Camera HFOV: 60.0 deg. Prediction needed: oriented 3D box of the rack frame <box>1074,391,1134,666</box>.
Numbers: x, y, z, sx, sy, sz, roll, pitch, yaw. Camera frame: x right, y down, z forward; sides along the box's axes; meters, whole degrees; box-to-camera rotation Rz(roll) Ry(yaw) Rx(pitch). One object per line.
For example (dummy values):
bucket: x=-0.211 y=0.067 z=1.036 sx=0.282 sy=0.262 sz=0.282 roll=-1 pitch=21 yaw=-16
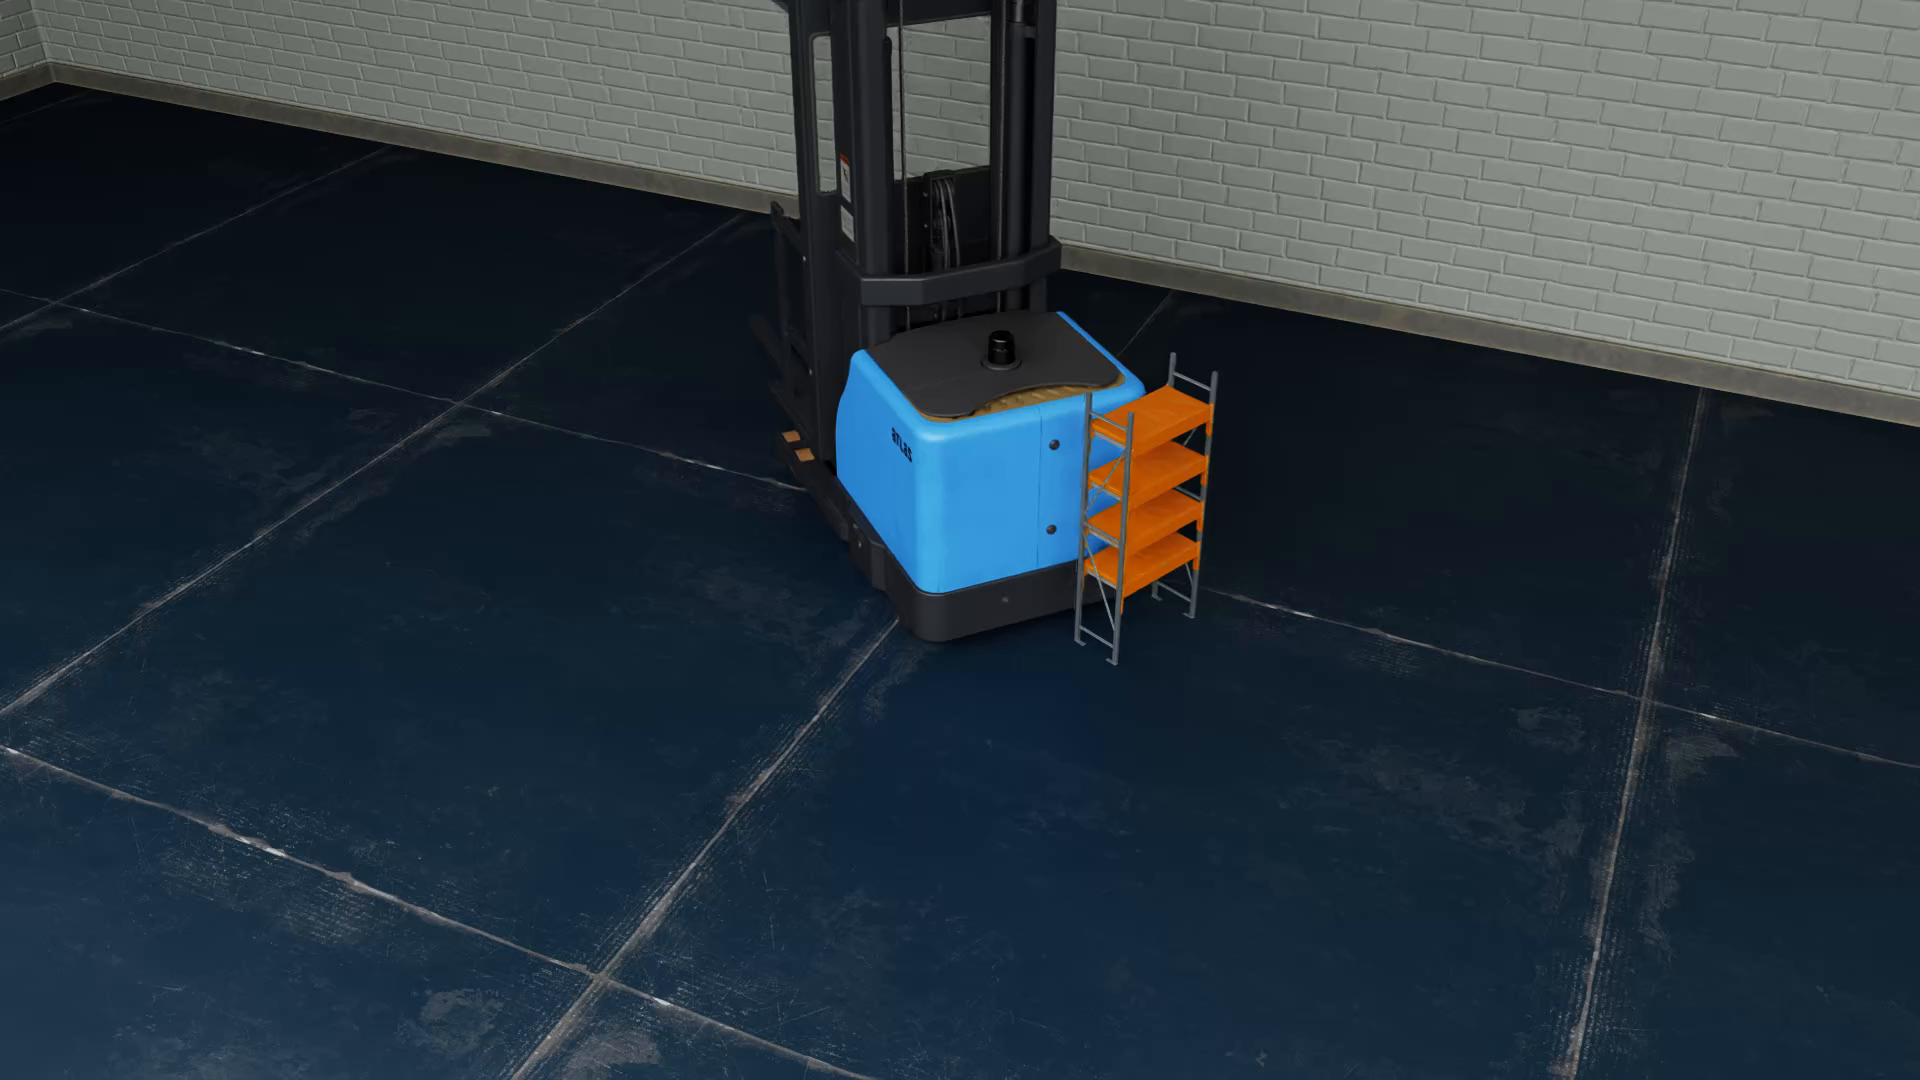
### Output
rack frame: x=0.574 y=-0.027 z=6.696 sx=0.015 sy=1.200 sz=0.240 roll=-27 pitch=42 yaw=-34

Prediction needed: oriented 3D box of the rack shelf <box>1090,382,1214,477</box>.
rack shelf: x=0.755 y=-0.445 z=6.618 sx=0.480 sy=0.148 sz=0.258 roll=-27 pitch=42 yaw=-34

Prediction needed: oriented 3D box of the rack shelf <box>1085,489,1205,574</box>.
rack shelf: x=0.755 y=-0.060 z=6.871 sx=0.480 sy=0.148 sz=0.258 roll=-27 pitch=42 yaw=-34

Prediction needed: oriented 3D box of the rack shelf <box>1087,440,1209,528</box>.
rack shelf: x=0.755 y=-0.247 z=6.748 sx=0.480 sy=0.148 sz=0.258 roll=-27 pitch=42 yaw=-34

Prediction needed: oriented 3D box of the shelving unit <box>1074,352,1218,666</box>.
shelving unit: x=0.755 y=-0.117 z=6.834 sx=0.503 sy=1.200 sz=0.258 roll=-27 pitch=42 yaw=-34

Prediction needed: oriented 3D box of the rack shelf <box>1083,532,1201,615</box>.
rack shelf: x=0.755 y=0.106 z=6.979 sx=0.480 sy=0.148 sz=0.258 roll=-27 pitch=42 yaw=-34

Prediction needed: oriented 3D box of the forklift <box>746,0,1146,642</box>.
forklift: x=-0.276 y=-1.595 z=7.509 sx=1.130 sy=2.935 sz=3.031 roll=-13 pitch=36 yaw=-20

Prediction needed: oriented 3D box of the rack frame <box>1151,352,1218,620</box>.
rack frame: x=0.935 y=-0.207 z=6.971 sx=0.015 sy=1.200 sz=0.240 roll=-27 pitch=42 yaw=-34
